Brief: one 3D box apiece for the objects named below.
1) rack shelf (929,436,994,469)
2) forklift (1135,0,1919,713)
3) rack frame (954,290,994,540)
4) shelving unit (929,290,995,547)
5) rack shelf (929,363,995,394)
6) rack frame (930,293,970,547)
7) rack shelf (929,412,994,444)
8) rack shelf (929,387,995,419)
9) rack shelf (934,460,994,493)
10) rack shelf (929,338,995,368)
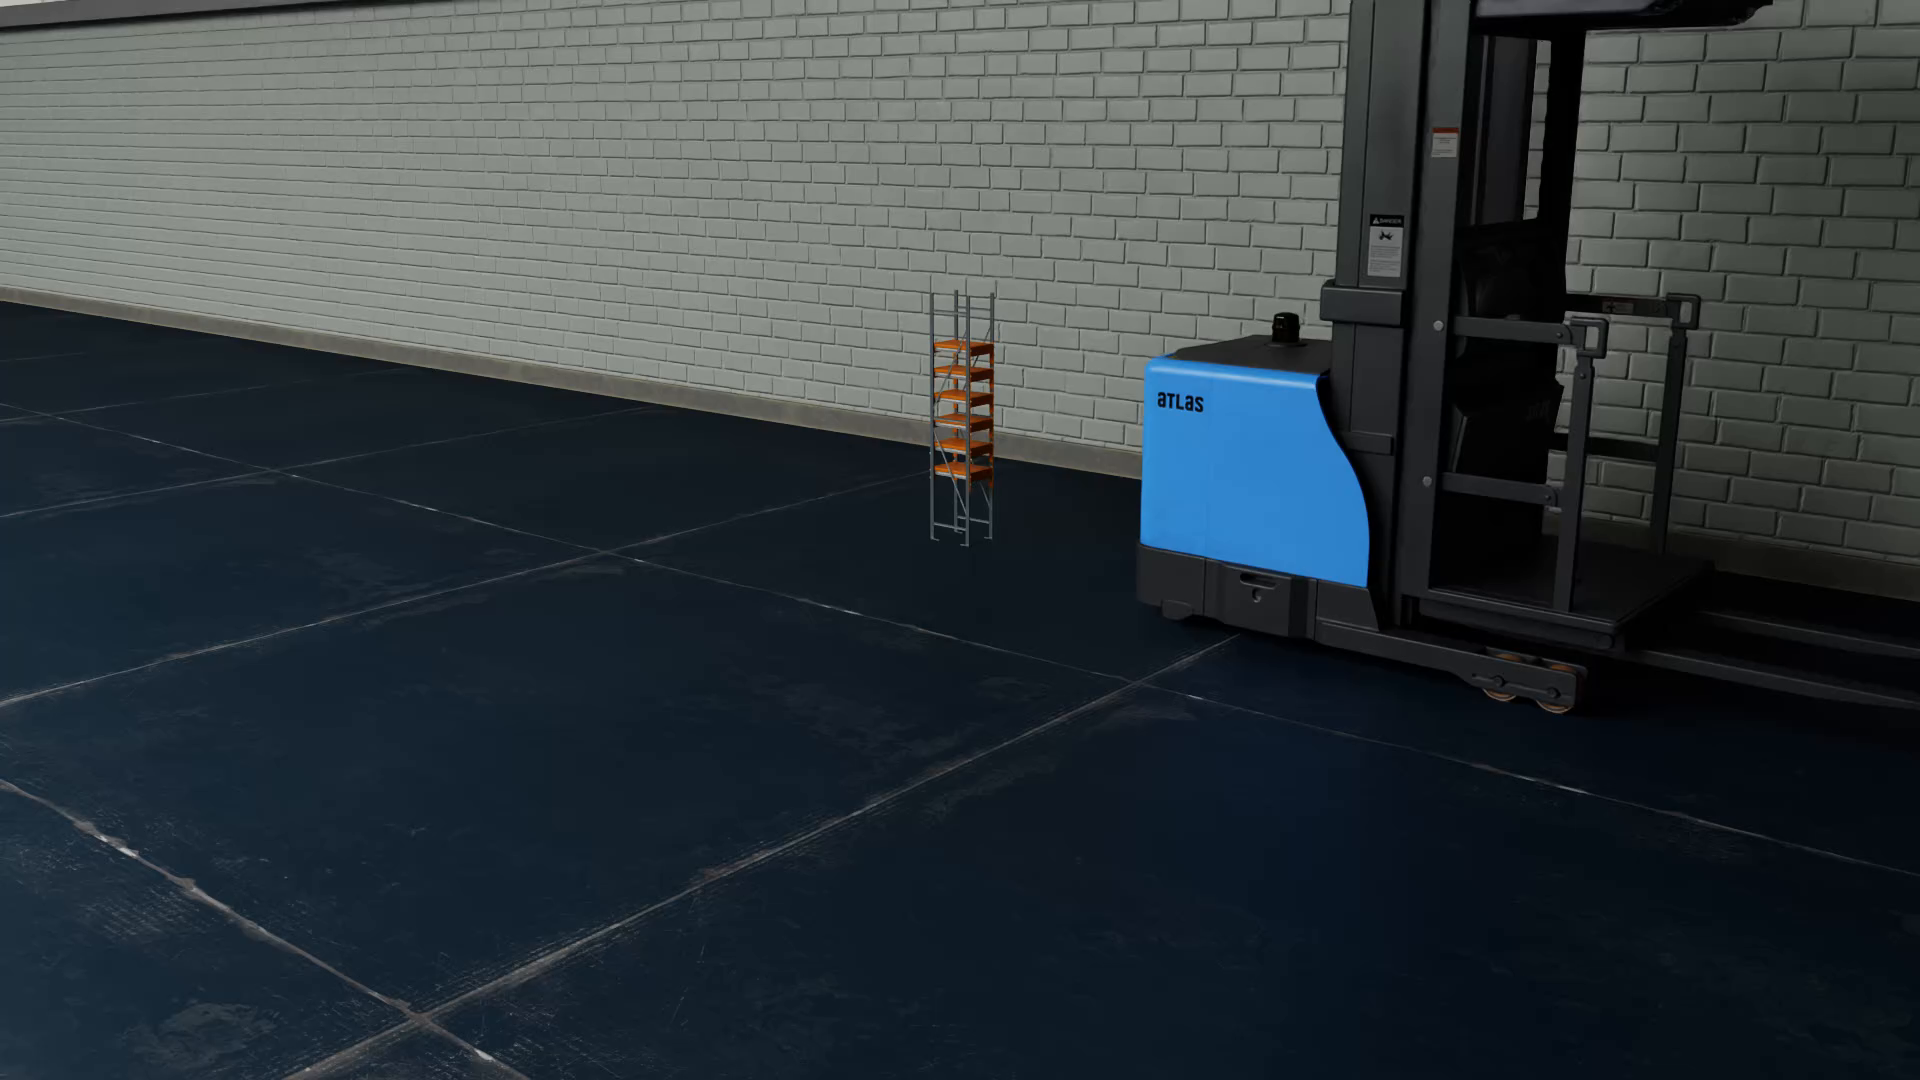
[{"bbox_3d":[0.009,-0.425,8.027,0.258,0.103,0.180,11,18,38],"label":"rack shelf"},{"bbox_3d":[2.181,-0.967,5.975,3.031,2.935,1.130,12,18,38],"label":"forklift"},{"bbox_3d":[0.067,-0.602,8.055,0.240,1.200,0.006,11,18,38],"label":"rack frame"},{"bbox_3d":[0.009,-0.584,7.986,0.258,1.200,0.189,11,18,38],"label":"shelving unit"},{"bbox_3d":[0.009,-0.774,7.938,0.258,0.103,0.180,11,18,38],"label":"rack shelf"},{"bbox_3d":[-0.048,-0.567,7.917,0.240,1.200,0.006,11,18,38],"label":"rack frame"},{"bbox_3d":[0.009,-0.541,7.997,0.258,0.103,0.180,11,18,38],"label":"rack shelf"},{"bbox_3d":[0.009,-0.658,7.968,0.258,0.103,0.180,11,18,38],"label":"rack shelf"},{"bbox_3d":[0.009,-0.309,8.056,0.258,0.103,0.180,11,18,38],"label":"rack shelf"},{"bbox_3d":[0.009,-0.890,7.908,0.258,0.103,0.180,11,18,38],"label":"rack shelf"}]
